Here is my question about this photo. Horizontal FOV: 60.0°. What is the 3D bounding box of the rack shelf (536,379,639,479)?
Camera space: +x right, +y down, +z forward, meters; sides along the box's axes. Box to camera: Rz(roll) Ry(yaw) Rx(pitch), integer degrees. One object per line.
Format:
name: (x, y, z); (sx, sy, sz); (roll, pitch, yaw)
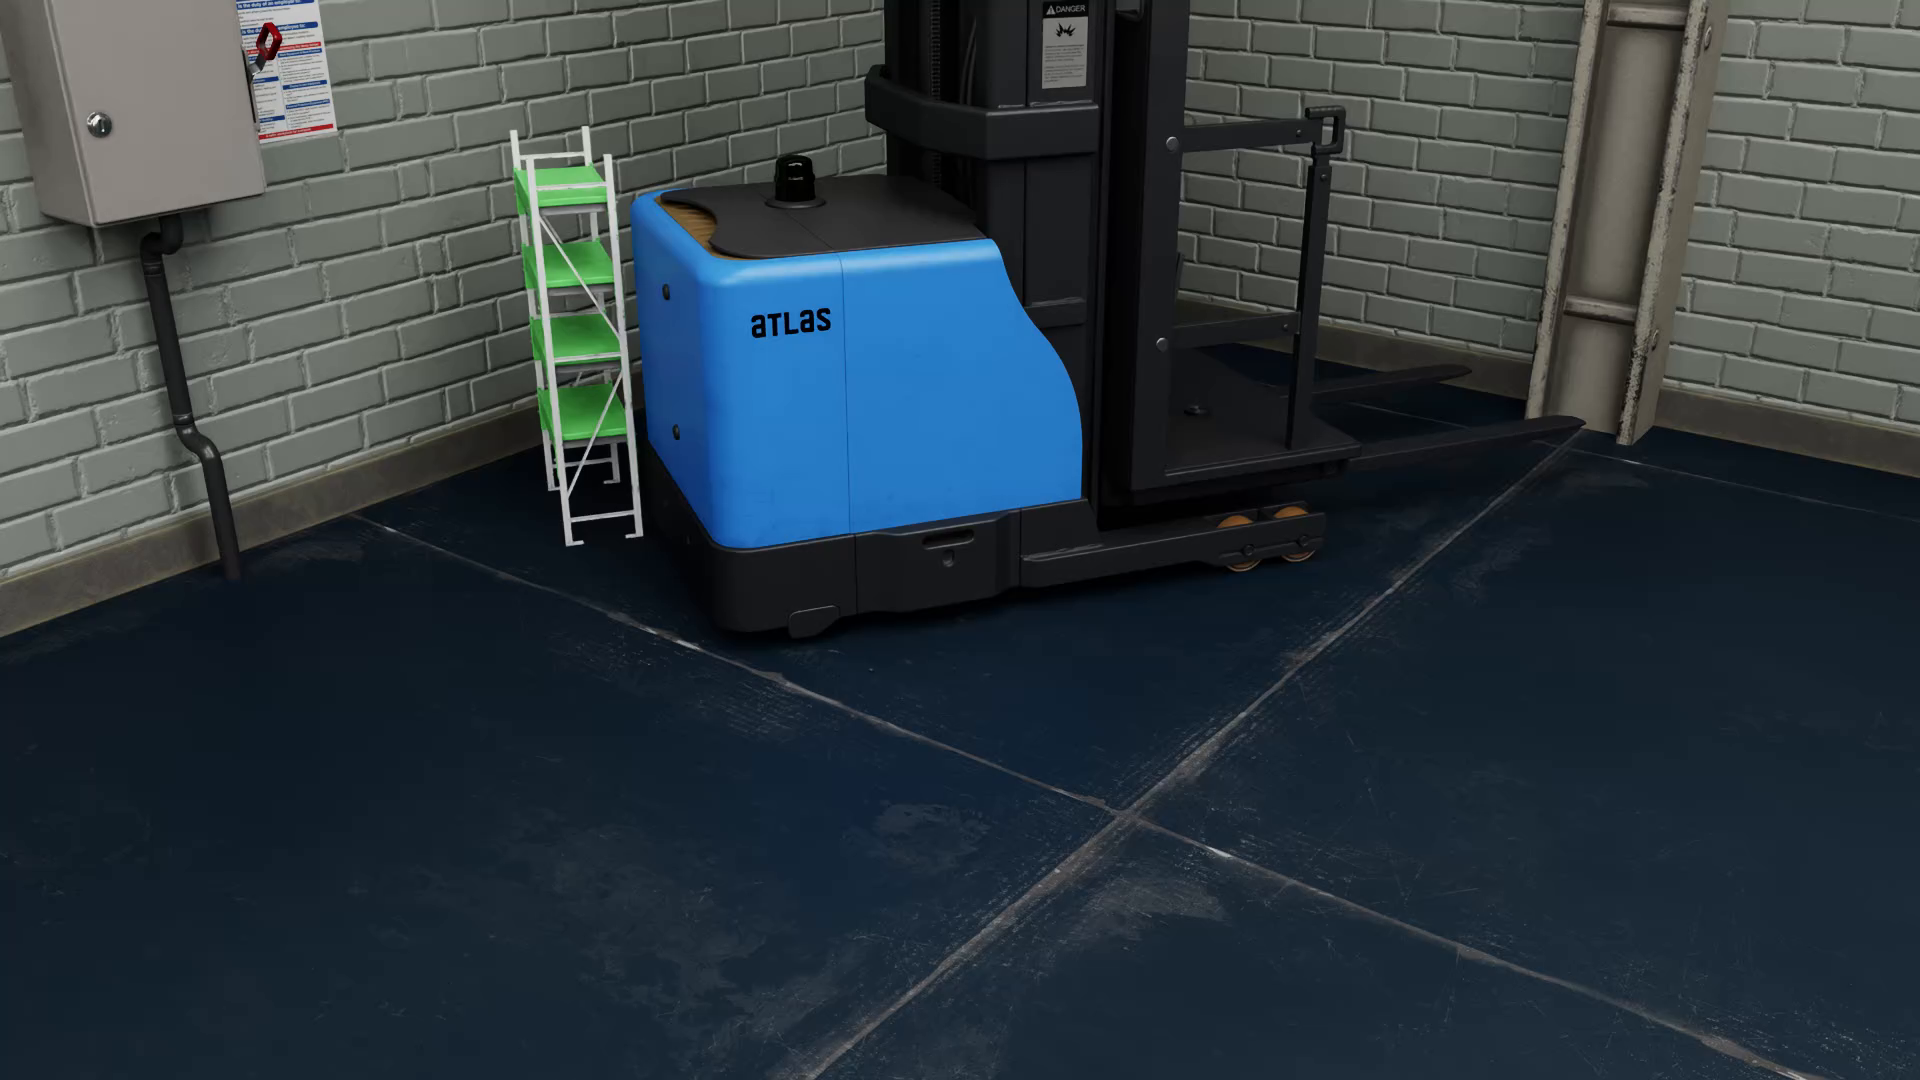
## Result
rack shelf: (-1.200, -0.362, 5.338); (0.258, 0.148, 0.480); (-8, 25, -17)

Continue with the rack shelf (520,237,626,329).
rack shelf: (-1.200, -0.802, 5.145); (0.258, 0.148, 0.480); (-8, 25, -17)

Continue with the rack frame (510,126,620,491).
rack frame: (-1.280, -0.734, 5.427); (0.240, 1.200, 0.015); (-8, 25, -17)

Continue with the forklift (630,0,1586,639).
forklift: (0.579, -1.433, 4.868); (3.031, 2.935, 1.130); (-9, 25, -20)

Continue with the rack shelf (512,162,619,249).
rack shelf: (-1.200, -1.021, 5.048); (0.258, 0.148, 0.480); (-8, 25, -17)

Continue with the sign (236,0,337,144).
sign: (-2.013, -1.430, 4.893); (0.001, 0.494, 0.329); (17, 29, 33)

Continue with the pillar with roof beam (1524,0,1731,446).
pillar with roof beam: (-0.219, -3.167, 1.278); (0.400, 9.000, 9.100); (17, 29, 33)

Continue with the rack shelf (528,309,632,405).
rack shelf: (-1.200, -0.582, 5.241); (0.258, 0.148, 0.480); (-8, 25, -17)

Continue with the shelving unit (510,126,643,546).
shelving unit: (-1.200, -0.641, 5.216); (0.258, 1.200, 0.503); (-8, 25, -17)

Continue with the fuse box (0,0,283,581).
fuse box: (-2.144, -0.674, 4.659); (0.414, 1.711, 0.539); (17, 29, 33)

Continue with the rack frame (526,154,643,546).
rack frame: (-1.121, -0.548, 5.005); (0.240, 1.200, 0.015); (-8, 25, -17)
